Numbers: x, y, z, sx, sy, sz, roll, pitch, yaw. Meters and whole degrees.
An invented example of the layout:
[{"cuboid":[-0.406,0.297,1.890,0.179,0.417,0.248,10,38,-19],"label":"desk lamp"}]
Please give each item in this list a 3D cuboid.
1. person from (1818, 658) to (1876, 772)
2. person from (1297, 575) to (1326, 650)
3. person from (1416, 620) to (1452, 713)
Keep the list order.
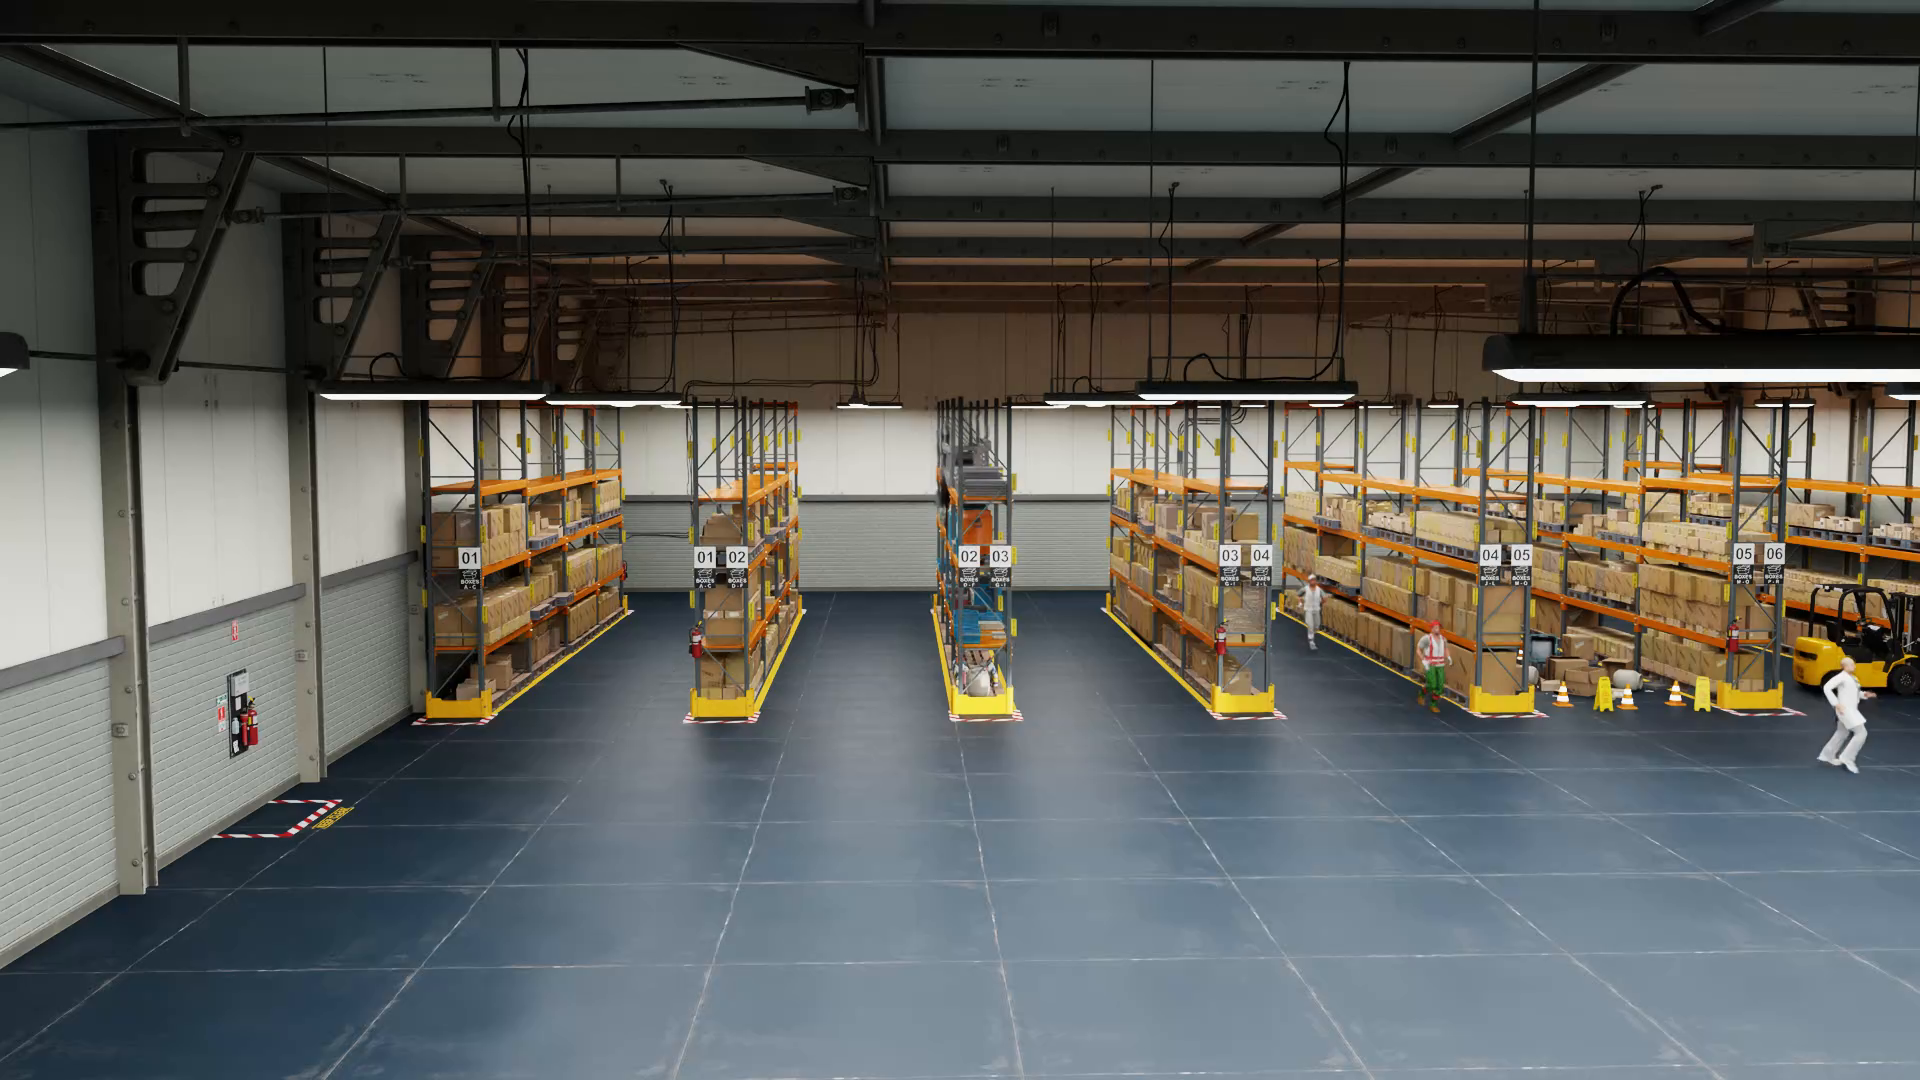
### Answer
[{"cuboid":[14.178,2.791,26.574,0.806,1.830,0.671,3,6,37],"label":"person"},{"cuboid":[8.481,1.719,40.021,0.662,1.766,0.962,0,4,-4],"label":"person"},{"cuboid":[9.048,2.400,31.764,0.678,1.756,0.593,-1,5,-18],"label":"person"}]
